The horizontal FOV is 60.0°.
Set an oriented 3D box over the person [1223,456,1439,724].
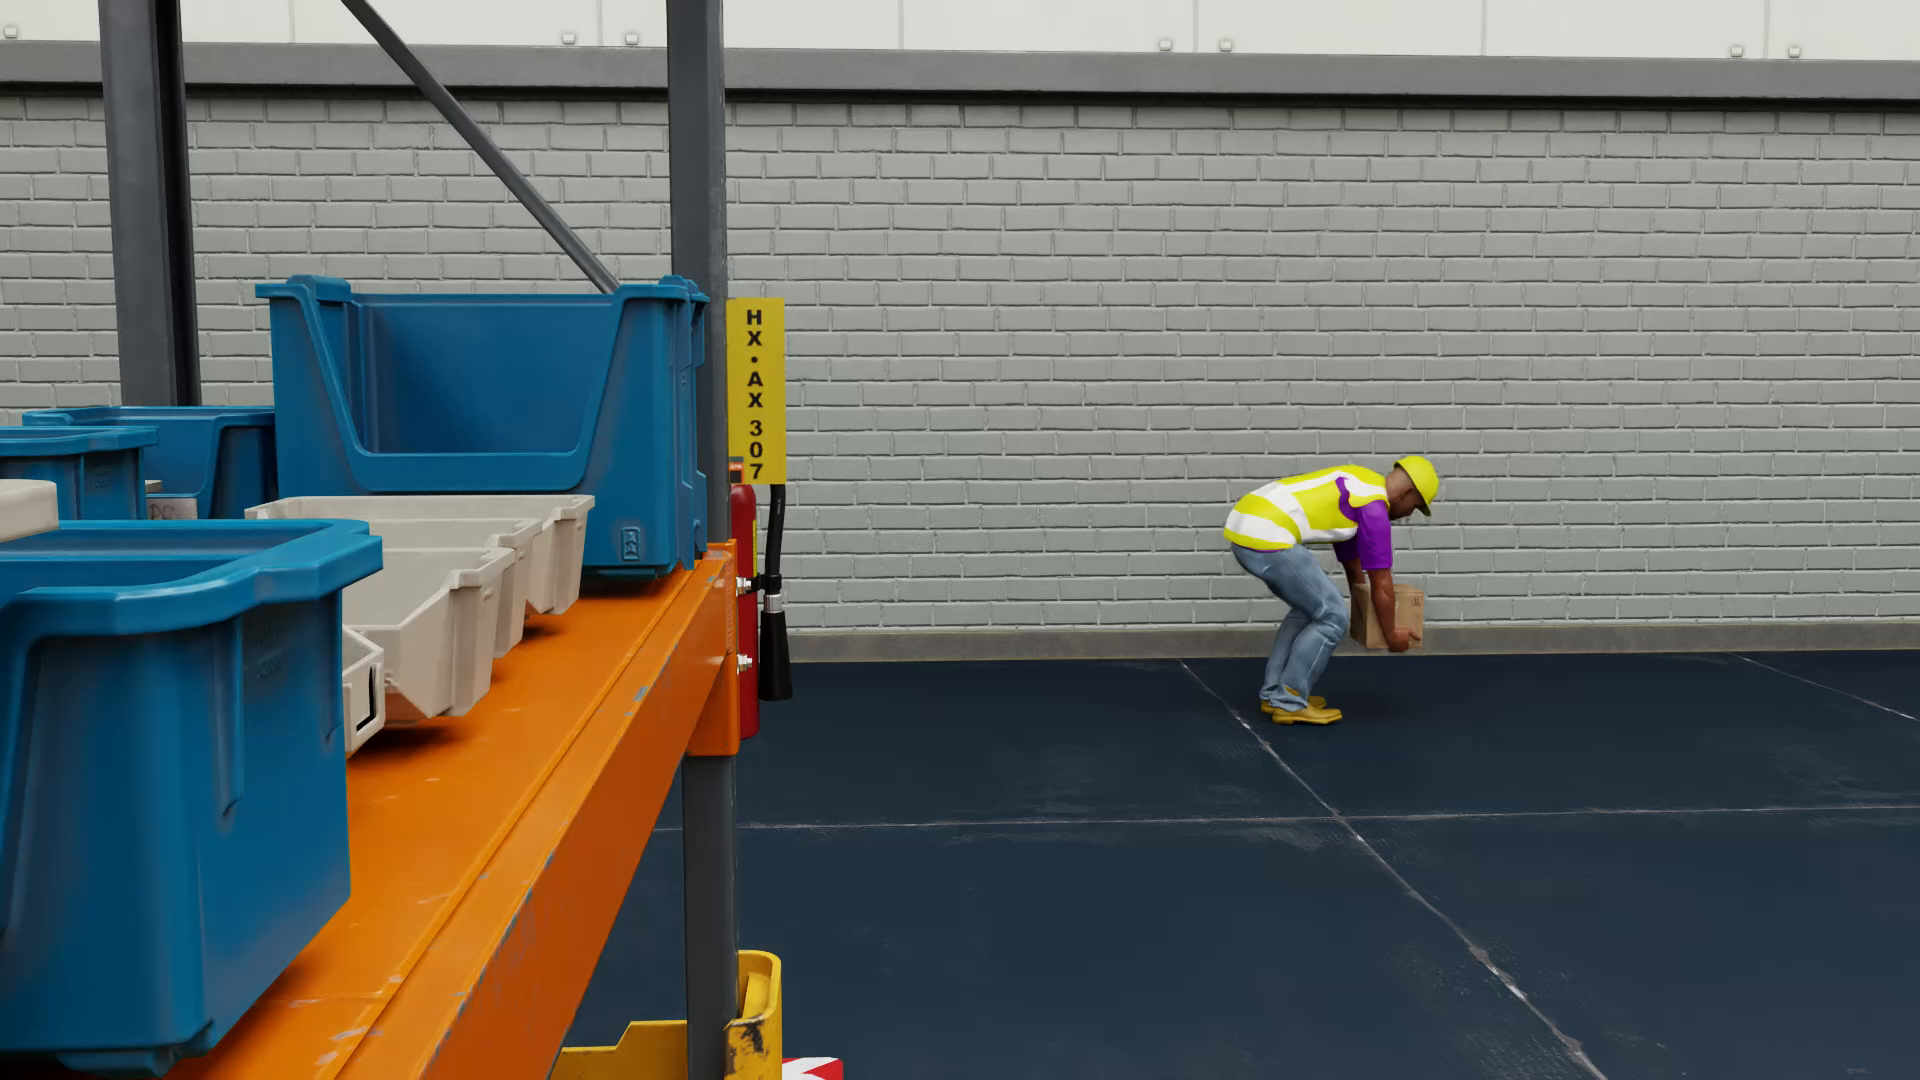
[{"bbox_3d":[1.654,0.209,7.408,0.956,1.166,0.503,-1,7,-6],"label":"person"}]
